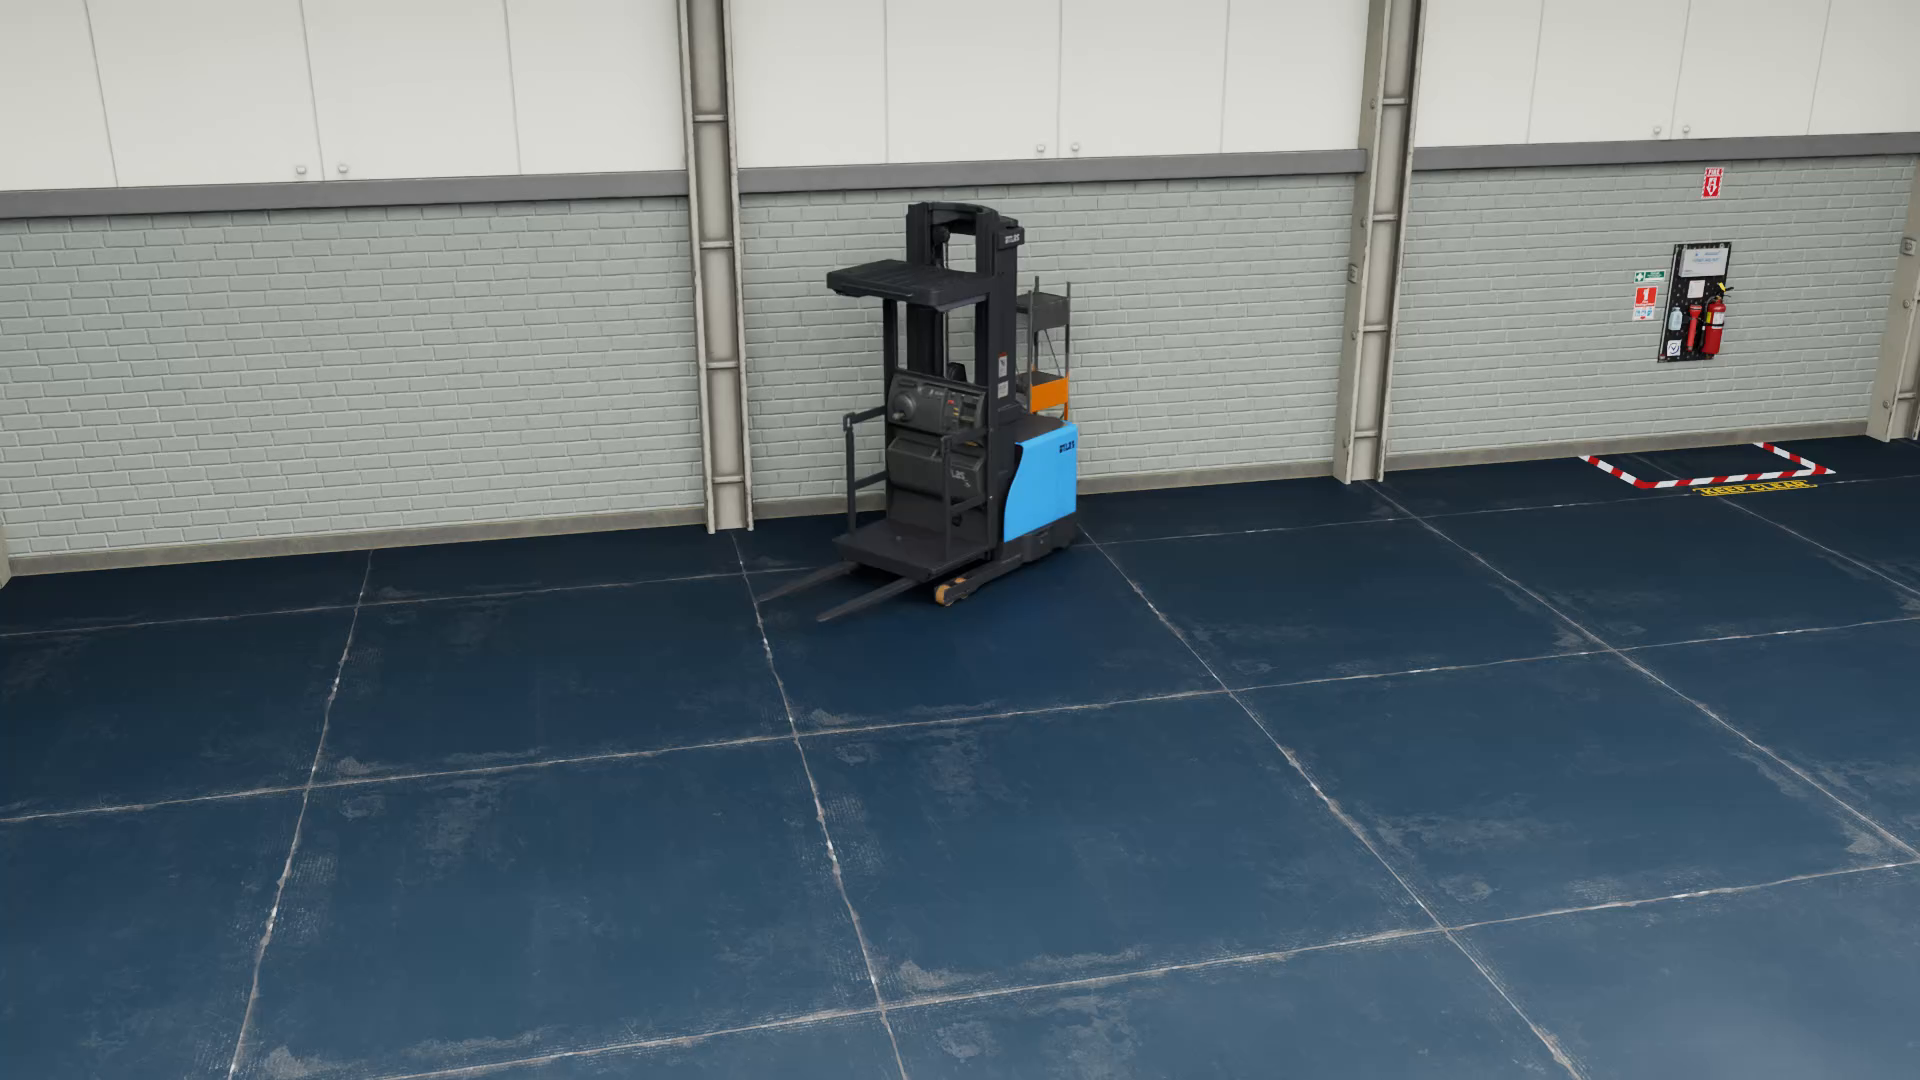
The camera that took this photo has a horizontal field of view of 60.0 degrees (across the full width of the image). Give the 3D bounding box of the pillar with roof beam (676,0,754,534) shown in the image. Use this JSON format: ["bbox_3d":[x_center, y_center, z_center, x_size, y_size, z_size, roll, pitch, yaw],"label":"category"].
[{"bbox_3d":[-1.040,-2.907,9.168,0.400,9.000,9.100,-5,21,-12],"label":"pillar with roof beam"}]

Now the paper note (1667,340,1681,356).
[{"bbox_3d":[7.046,-1.894,16.404,0.142,0.148,0.016,-5,21,-12],"label":"paper note"}]

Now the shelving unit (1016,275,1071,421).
[{"bbox_3d":[0.635,-1.211,14.563,0.431,2.100,0.503,19,28,41],"label":"shelving unit"}]

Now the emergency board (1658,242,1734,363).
[{"bbox_3d":[7.234,-2.298,16.228,0.643,1.169,0.194,-5,21,-12],"label":"emergency board"}]

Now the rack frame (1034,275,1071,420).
[{"bbox_3d":[0.807,-1.272,14.725,0.400,2.100,0.015,19,28,41],"label":"rack frame"}]

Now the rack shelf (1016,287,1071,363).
[{"bbox_3d":[0.632,-1.854,14.324,0.431,0.518,0.480,19,28,41],"label":"rack shelf"}]

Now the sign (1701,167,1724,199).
[{"bbox_3d":[7.203,-3.419,15.918,0.199,0.298,0.001,-5,21,-12],"label":"sign"}]

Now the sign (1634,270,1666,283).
[{"bbox_3d":[6.679,-2.552,16.098,0.331,0.109,0.001,-5,21,-12],"label":"sign"}]

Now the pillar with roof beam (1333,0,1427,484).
[{"bbox_3d":[4.799,-3.382,10.464,0.400,9.000,9.100,-5,21,-12],"label":"pillar with roof beam"}]

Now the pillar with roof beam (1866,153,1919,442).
[{"bbox_3d":[10.638,-3.857,11.761,0.400,9.000,9.100,-5,21,-12],"label":"pillar with roof beam"}]

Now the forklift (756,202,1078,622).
[{"bbox_3d":[-0.320,-1.055,12.933,1.130,2.935,3.031,16,25,36],"label":"forklift"}]

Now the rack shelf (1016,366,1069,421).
[{"bbox_3d":[0.635,-1.198,14.568,0.431,0.518,0.480,19,28,41],"label":"rack shelf"}]

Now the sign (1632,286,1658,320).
[{"bbox_3d":[6.672,-2.306,16.196,0.234,0.329,0.001,-5,21,-12],"label":"sign"}]

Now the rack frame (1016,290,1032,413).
[{"bbox_3d":[0.463,-1.150,14.401,0.400,2.100,0.015,19,28,41],"label":"rack frame"}]

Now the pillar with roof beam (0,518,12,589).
[{"bbox_3d":[-6.879,-2.432,7.872,0.400,9.000,9.100,-5,21,-12],"label":"pillar with roof beam"}]
